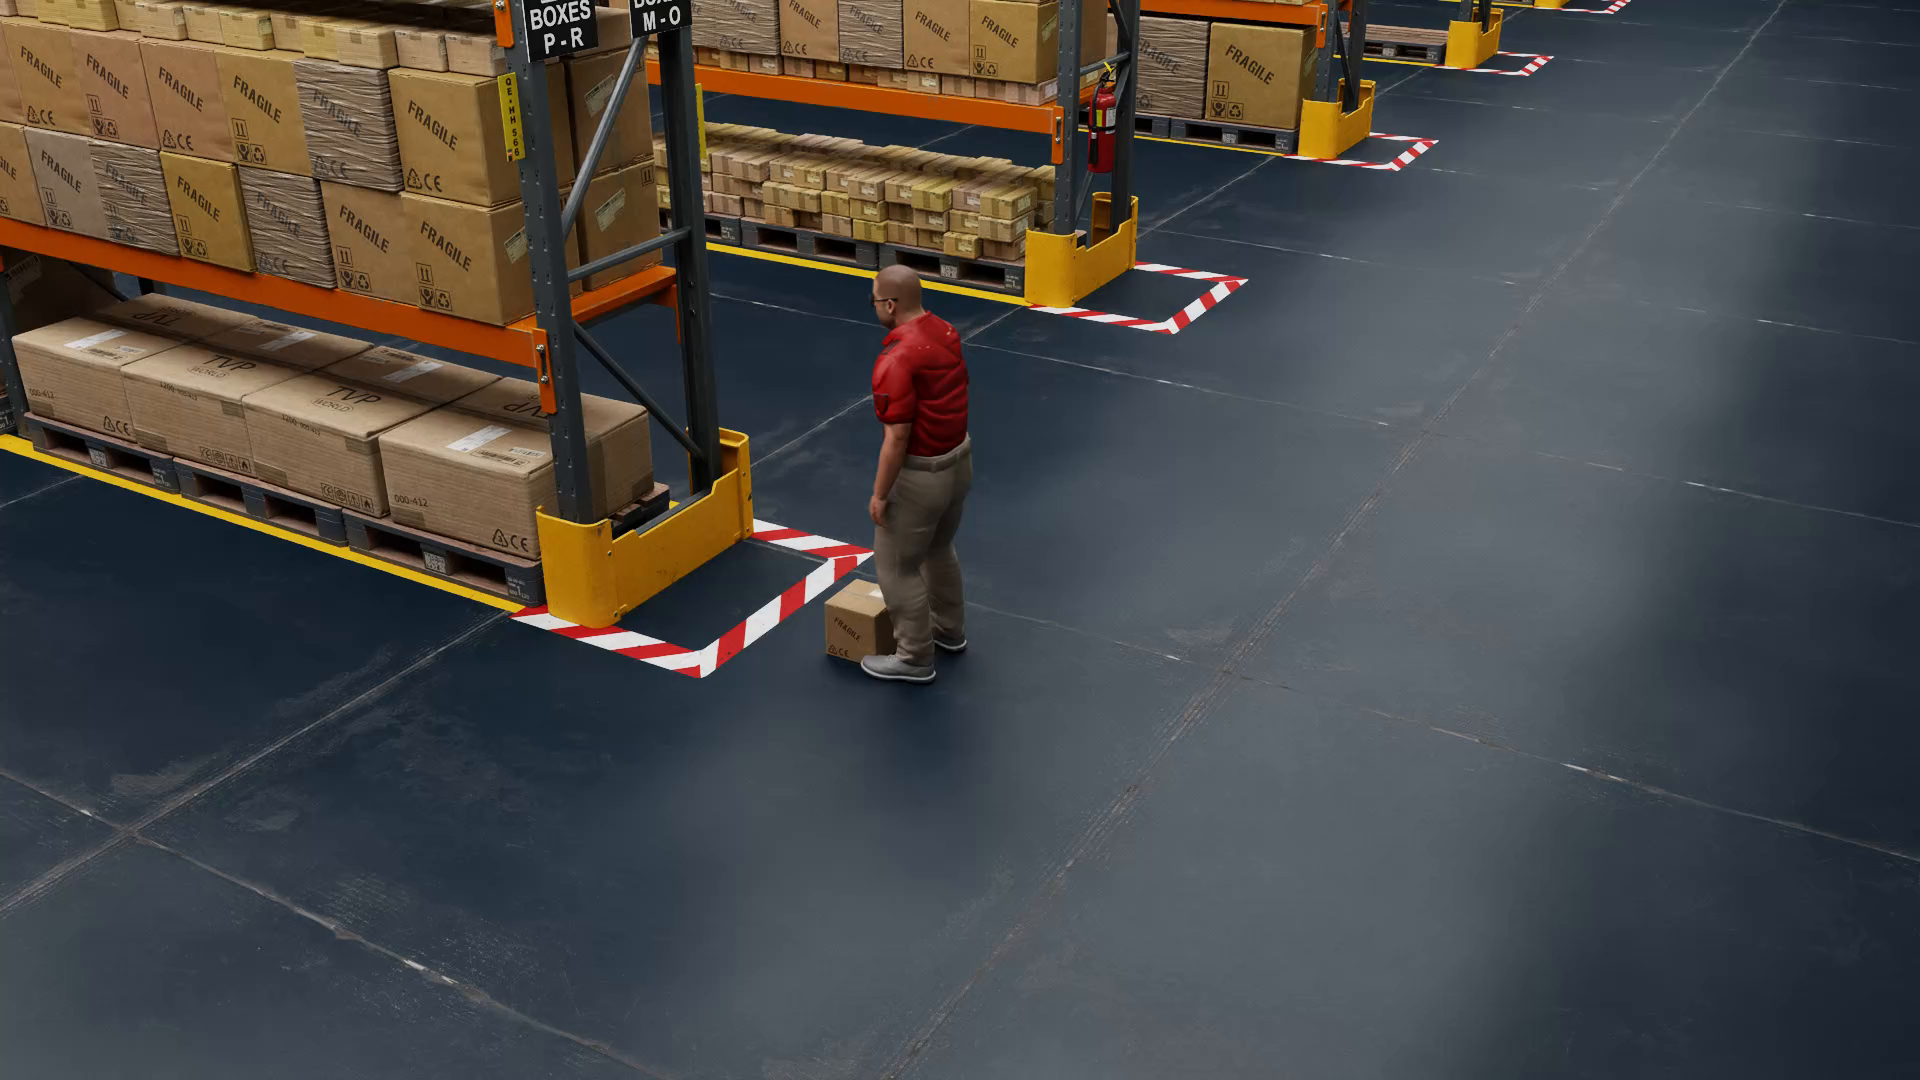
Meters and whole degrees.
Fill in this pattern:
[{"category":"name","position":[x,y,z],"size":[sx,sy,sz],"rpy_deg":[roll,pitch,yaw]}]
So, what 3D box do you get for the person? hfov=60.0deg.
[{"category":"person","position":[-0.173,-0.259,6.652],"size":[0.396,1.726,0.585],"rpy_deg":[14,30,26]}]
